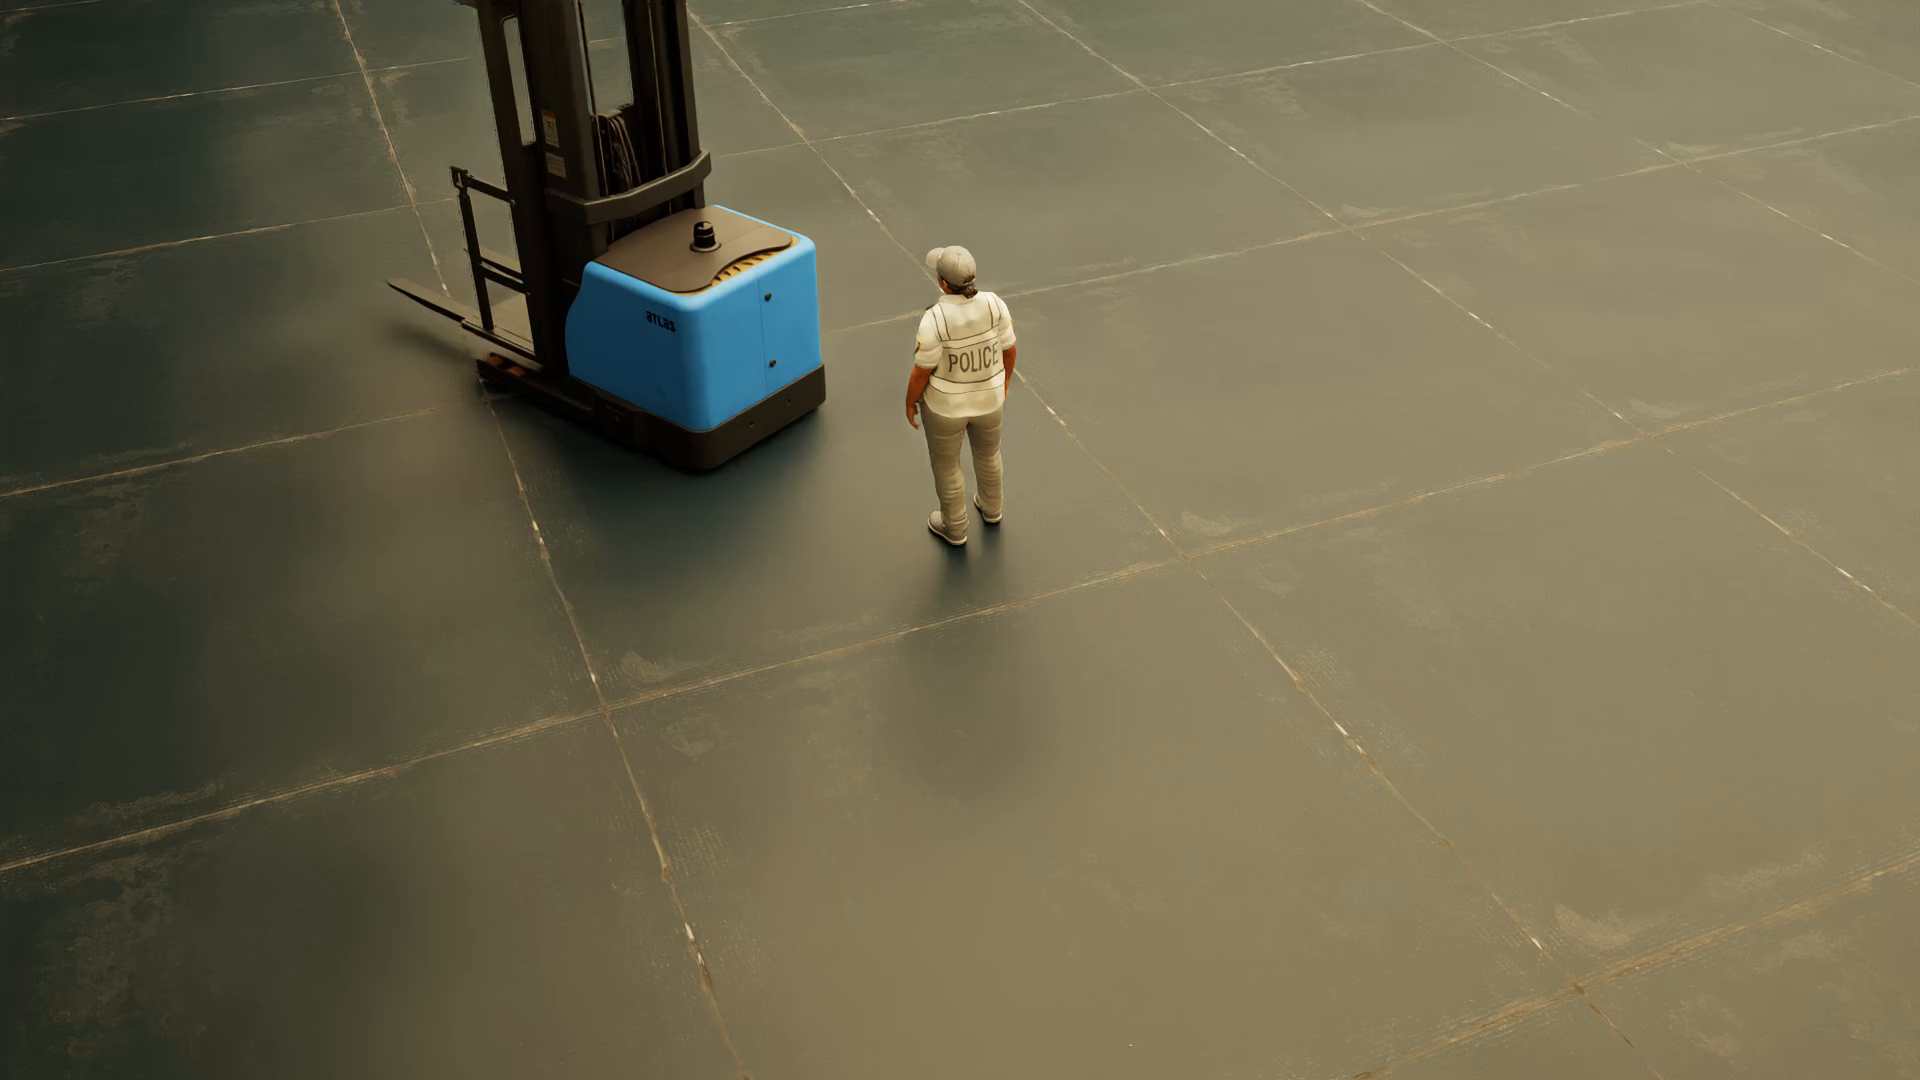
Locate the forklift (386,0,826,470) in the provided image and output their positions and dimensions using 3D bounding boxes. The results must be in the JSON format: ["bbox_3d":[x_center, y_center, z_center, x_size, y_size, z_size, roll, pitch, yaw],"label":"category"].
[{"bbox_3d":[-2.250,-2.272,9.293,3.031,2.935,1.130,24,42,30],"label":"forklift"}]

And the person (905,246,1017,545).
[{"bbox_3d":[-0.009,-0.731,8.205,0.597,1.670,0.529,-14,38,-19],"label":"person"}]
